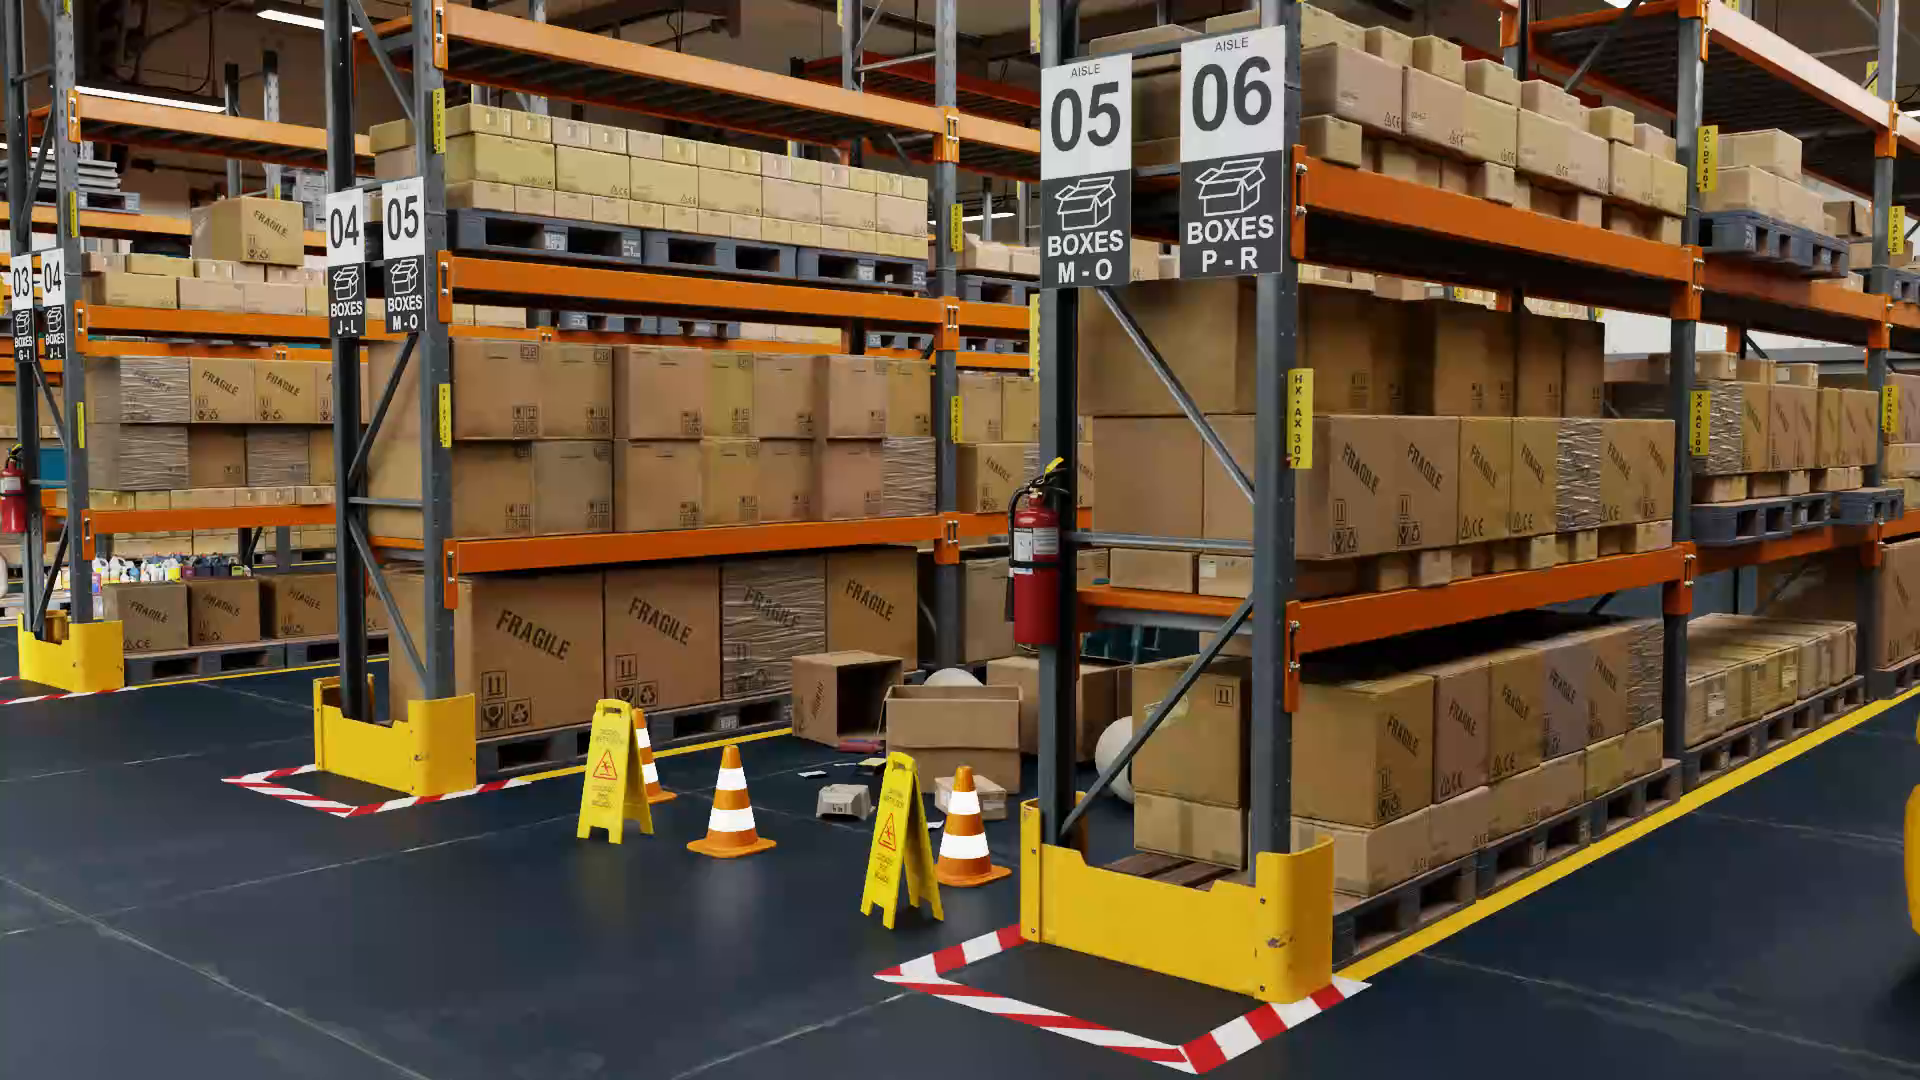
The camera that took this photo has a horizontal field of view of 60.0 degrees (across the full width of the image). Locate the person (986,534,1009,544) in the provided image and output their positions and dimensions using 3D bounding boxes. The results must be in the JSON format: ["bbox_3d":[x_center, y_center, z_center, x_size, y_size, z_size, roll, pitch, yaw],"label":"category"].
[{"bbox_3d":[0.461,-0.085,18.123,0.469,1.580,0.348,3,5,39],"label":"person"}]
